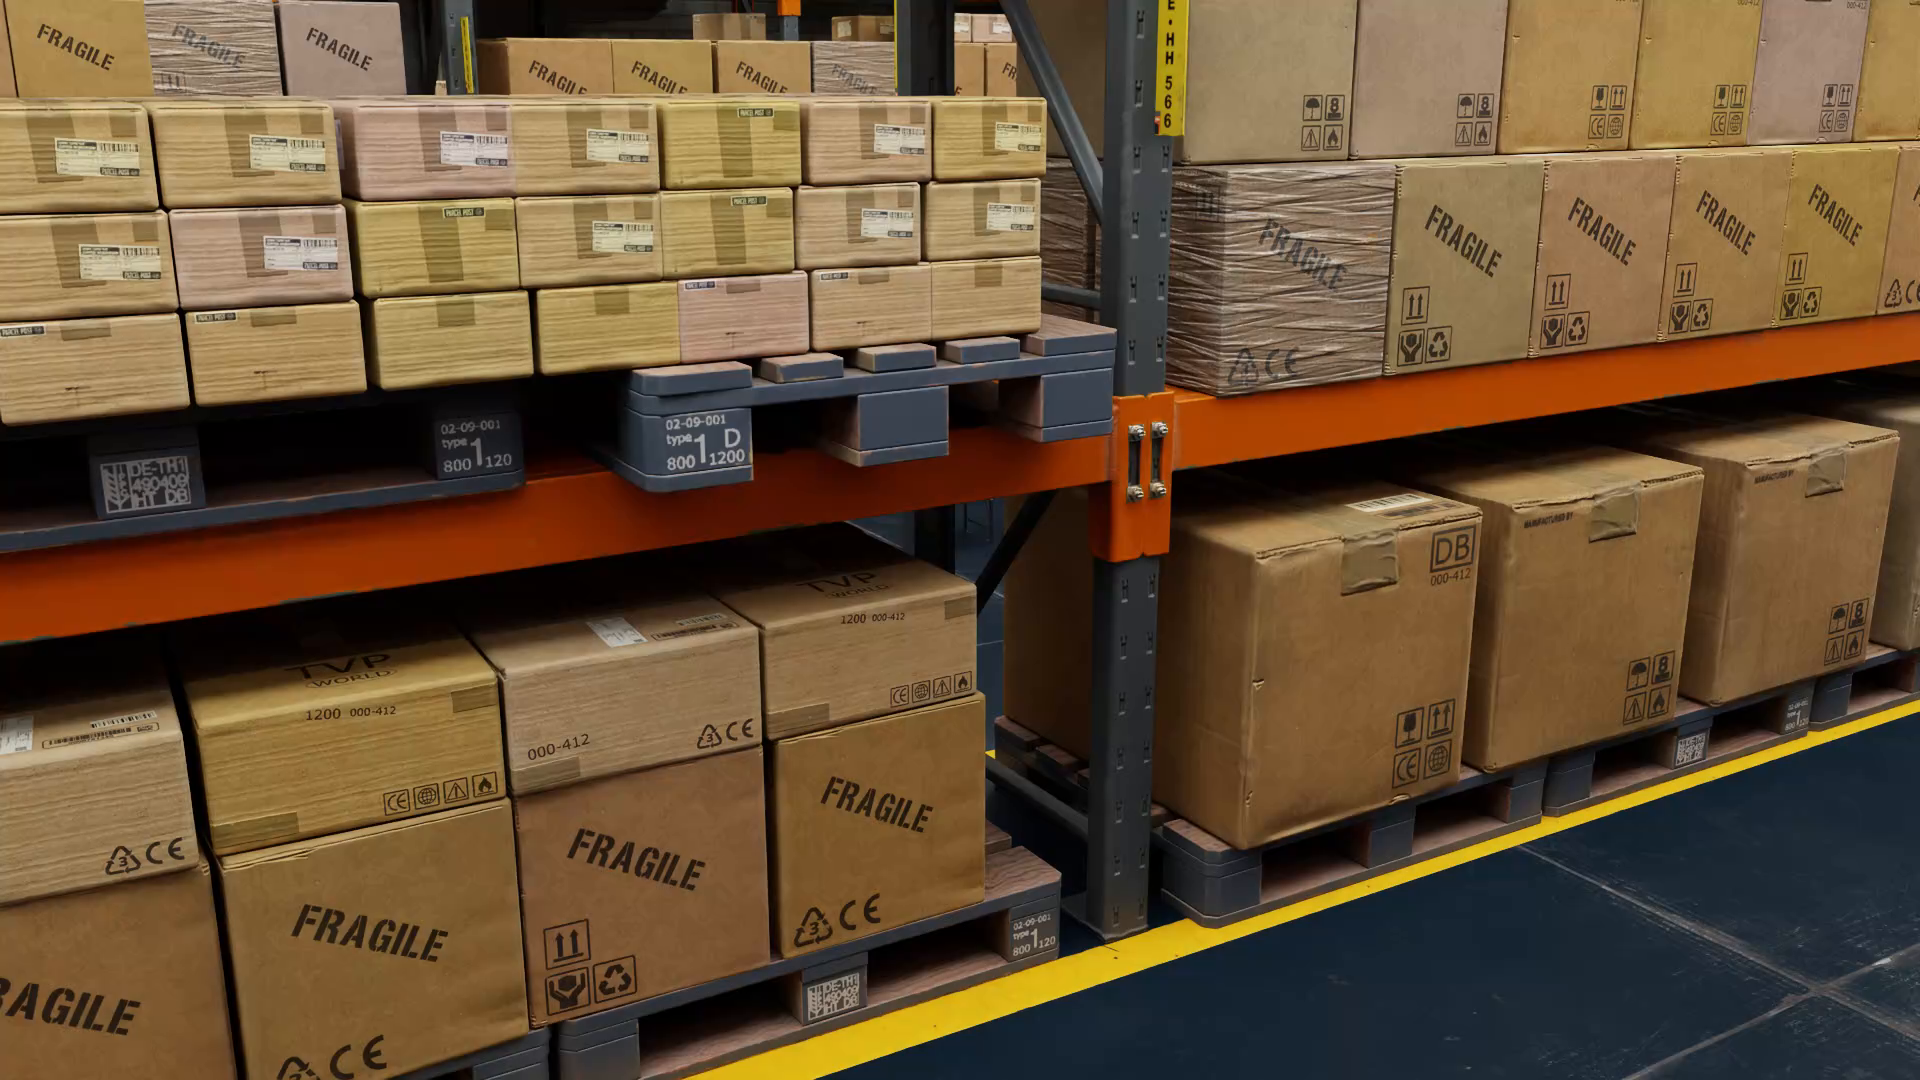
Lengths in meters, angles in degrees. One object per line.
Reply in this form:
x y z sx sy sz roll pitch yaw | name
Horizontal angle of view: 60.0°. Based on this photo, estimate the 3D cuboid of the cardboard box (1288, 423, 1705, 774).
1.461 0.092 4.915 0.750 0.750 1.050 -9 18 -29 | cardboard box

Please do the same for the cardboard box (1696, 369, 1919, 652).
3.088 -0.171 5.853 0.750 0.750 1.050 -9 18 -30 | cardboard box

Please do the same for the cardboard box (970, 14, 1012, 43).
0.075 -2.781 9.057 0.250 0.149 0.380 -10 18 -31 | cardboard box

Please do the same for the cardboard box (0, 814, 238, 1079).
-1.619 0.763 2.983 0.500 0.500 0.500 -9 18 -29 | cardboard box

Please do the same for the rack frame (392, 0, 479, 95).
-2.490 -1.734 8.040 0.127 3.000 1.000 -9 18 -30 | rack frame

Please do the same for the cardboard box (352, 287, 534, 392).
-0.920 -0.368 2.852 0.250 0.149 0.380 -10 19 -32 | cardboard box

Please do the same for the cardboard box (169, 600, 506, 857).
-1.177 0.333 3.130 0.500 0.250 0.500 -9 18 -28 | cardboard box

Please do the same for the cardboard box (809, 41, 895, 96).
-0.658 -2.354 8.736 0.500 0.500 0.500 -10 19 -32 | cardboard box

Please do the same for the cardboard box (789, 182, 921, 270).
-0.271 -0.616 3.187 0.250 0.149 0.380 -8 18 -28 | cardboard box

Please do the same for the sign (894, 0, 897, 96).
-0.143 -1.289 4.304 0.005 0.325 0.100 -9 18 -30 | sign

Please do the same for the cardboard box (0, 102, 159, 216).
-1.372 -0.581 2.512 0.250 0.149 0.380 -9 18 -28 | cardboard box

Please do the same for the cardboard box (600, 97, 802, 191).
-0.480 -0.726 3.027 0.250 0.149 0.380 -9 18 -28 | cardboard box

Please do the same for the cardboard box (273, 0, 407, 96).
-2.799 -2.132 7.419 0.500 0.500 0.500 -10 18 -31 | cardboard box

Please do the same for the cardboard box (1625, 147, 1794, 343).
1.964 -0.861 4.740 0.500 0.500 0.500 -9 18 -30 | cardboard box

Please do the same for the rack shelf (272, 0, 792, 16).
-3.336 -4.258 12.819 4.000 0.370 1.077 -9 18 -30 | rack shelf

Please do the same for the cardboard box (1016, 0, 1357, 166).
0.535 -1.193 4.070 0.500 0.500 0.700 -9 18 -30 | cardboard box

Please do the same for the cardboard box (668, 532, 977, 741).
-0.306 0.193 3.628 0.500 0.250 0.500 -10 18 -31 | cardboard box

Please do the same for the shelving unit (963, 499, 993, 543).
-0.007 -0.432 7.284 0.210 0.900 0.258 -9 18 -30 | shelving unit

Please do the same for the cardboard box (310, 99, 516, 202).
-0.916 -0.656 2.777 0.250 0.149 0.380 -9 18 -30 | cardboard box

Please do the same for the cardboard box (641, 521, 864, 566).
-0.570 0.077 4.042 0.500 0.250 0.500 -10 19 -32 | cardboard box

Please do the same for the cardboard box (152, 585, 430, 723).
-1.436 0.213 3.555 0.500 0.250 0.500 -9 18 -29 | cardboard box

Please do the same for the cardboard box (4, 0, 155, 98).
-3.664 -1.991 6.917 0.500 0.500 0.500 -9 18 -30 | cardboard box

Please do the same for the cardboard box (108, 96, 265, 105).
-1.476 -0.768 3.179 0.250 0.149 0.380 -9 18 -28 | cardboard box

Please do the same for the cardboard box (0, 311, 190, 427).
-1.375 -0.294 2.588 0.250 0.149 0.380 -10 19 -32 | cardboard box

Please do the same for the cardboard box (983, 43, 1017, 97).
0.236 -2.497 9.247 0.500 0.500 0.500 -9 18 -29 | cardboard box

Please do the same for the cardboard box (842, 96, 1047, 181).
-0.039 -0.797 3.280 0.250 0.149 0.380 -10 19 -32 | cardboard box

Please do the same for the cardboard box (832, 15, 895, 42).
-0.525 -2.838 9.260 0.250 0.149 0.380 -8 18 -27 | cardboard box

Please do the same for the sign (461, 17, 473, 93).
-2.202 -2.164 7.427 0.005 0.325 0.100 -9 18 -30 | sign

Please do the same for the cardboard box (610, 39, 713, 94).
-1.543 -2.211 8.226 0.500 0.500 0.500 -8 18 -27 | cardboard box

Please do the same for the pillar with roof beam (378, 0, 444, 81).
-2.180 -5.165 9.162 0.400 9.000 9.100 -9 18 -30 | pillar with roof beam

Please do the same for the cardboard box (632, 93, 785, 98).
-0.579 -0.913 3.696 0.250 0.149 0.380 -10 18 -31 | cardboard box

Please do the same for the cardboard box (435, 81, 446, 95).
-3.972 -3.337 12.371 0.250 0.149 0.380 -9 18 -29 | cardboard box

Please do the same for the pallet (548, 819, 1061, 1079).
-0.525 0.848 3.994 1.213 0.211 1.003 -9 18 -30 | pallet

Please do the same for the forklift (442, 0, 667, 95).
-2.466 -2.456 10.742 3.031 2.935 1.130 -9 18 -29 | forklift

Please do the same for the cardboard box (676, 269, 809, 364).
-0.475 -0.440 3.108 0.250 0.149 0.380 -9 18 -29 | cardboard box

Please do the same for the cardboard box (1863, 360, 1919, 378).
4.149 -0.410 6.472 0.875 0.875 0.875 -9 18 -29 | cardboard box

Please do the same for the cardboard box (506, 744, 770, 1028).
-0.731 0.622 3.488 0.500 0.500 0.500 -8 18 -27 | cardboard box

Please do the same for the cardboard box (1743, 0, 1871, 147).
2.278 -1.476 5.081 0.500 0.500 0.700 -9 18 -29 | cardboard box

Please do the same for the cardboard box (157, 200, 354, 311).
-1.148 -0.474 2.679 0.250 0.149 0.380 -9 18 -28 | cardboard box

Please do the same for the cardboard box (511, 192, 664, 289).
-0.710 -0.544 2.930 0.250 0.149 0.380 -9 18 -30 | cardboard box

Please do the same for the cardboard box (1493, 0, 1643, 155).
1.407 -1.335 4.578 0.500 0.500 0.700 -10 18 -31 | cardboard box

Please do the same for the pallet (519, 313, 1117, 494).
-0.411 -0.387 3.589 1.003 0.211 1.213 -9 18 -30 | pallet

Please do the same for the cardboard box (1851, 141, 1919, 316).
2.831 -1.003 5.244 0.500 0.500 0.500 -9 18 -30 | cardboard box

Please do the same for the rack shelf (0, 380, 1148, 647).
-1.569 0.021 3.109 4.000 0.370 1.077 -9 18 -30 | rack shelf

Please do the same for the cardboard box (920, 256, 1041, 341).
-0.041 -0.509 3.357 0.250 0.149 0.380 -9 18 -29 | cardboard box

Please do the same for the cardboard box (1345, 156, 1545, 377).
1.104 -0.723 4.245 0.500 0.500 0.500 -9 18 -30 | cardboard box

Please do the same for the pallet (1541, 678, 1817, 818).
1.905 0.479 5.310 1.213 0.211 1.003 -9 18 -30 | pallet

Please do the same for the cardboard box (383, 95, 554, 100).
-1.019 -0.844 3.447 0.250 0.149 0.380 -10 19 -32 | cardboard box
